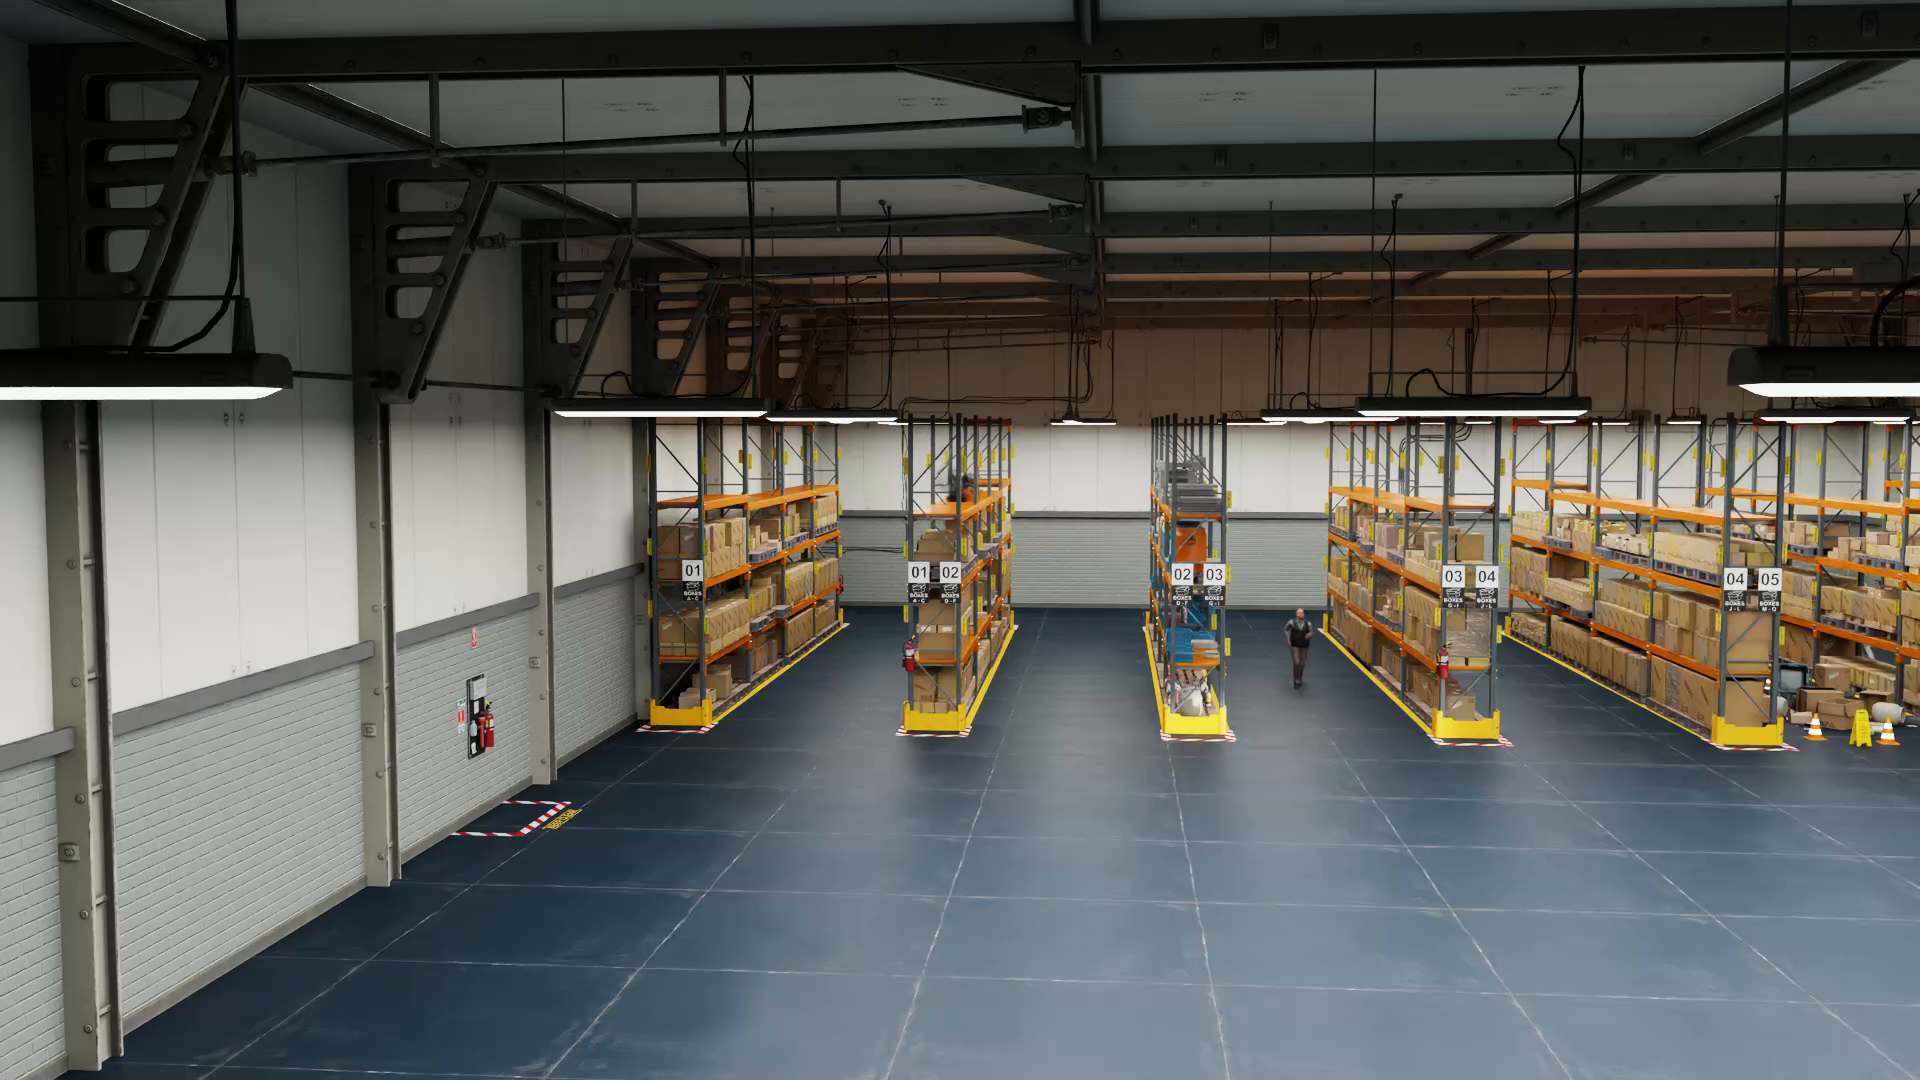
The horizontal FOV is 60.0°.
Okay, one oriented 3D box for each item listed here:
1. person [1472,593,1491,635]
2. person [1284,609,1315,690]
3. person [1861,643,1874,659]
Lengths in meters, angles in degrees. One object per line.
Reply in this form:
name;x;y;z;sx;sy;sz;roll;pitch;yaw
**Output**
person;13.632;1.930;43.342;0.643;1.828;0.748;1;4;10
person;7.494;2.401;36.659;0.651;1.772;0.736;0;4;-2
person;21.838;2.107;40.112;0.695;1.783;1.044;0;4;1
